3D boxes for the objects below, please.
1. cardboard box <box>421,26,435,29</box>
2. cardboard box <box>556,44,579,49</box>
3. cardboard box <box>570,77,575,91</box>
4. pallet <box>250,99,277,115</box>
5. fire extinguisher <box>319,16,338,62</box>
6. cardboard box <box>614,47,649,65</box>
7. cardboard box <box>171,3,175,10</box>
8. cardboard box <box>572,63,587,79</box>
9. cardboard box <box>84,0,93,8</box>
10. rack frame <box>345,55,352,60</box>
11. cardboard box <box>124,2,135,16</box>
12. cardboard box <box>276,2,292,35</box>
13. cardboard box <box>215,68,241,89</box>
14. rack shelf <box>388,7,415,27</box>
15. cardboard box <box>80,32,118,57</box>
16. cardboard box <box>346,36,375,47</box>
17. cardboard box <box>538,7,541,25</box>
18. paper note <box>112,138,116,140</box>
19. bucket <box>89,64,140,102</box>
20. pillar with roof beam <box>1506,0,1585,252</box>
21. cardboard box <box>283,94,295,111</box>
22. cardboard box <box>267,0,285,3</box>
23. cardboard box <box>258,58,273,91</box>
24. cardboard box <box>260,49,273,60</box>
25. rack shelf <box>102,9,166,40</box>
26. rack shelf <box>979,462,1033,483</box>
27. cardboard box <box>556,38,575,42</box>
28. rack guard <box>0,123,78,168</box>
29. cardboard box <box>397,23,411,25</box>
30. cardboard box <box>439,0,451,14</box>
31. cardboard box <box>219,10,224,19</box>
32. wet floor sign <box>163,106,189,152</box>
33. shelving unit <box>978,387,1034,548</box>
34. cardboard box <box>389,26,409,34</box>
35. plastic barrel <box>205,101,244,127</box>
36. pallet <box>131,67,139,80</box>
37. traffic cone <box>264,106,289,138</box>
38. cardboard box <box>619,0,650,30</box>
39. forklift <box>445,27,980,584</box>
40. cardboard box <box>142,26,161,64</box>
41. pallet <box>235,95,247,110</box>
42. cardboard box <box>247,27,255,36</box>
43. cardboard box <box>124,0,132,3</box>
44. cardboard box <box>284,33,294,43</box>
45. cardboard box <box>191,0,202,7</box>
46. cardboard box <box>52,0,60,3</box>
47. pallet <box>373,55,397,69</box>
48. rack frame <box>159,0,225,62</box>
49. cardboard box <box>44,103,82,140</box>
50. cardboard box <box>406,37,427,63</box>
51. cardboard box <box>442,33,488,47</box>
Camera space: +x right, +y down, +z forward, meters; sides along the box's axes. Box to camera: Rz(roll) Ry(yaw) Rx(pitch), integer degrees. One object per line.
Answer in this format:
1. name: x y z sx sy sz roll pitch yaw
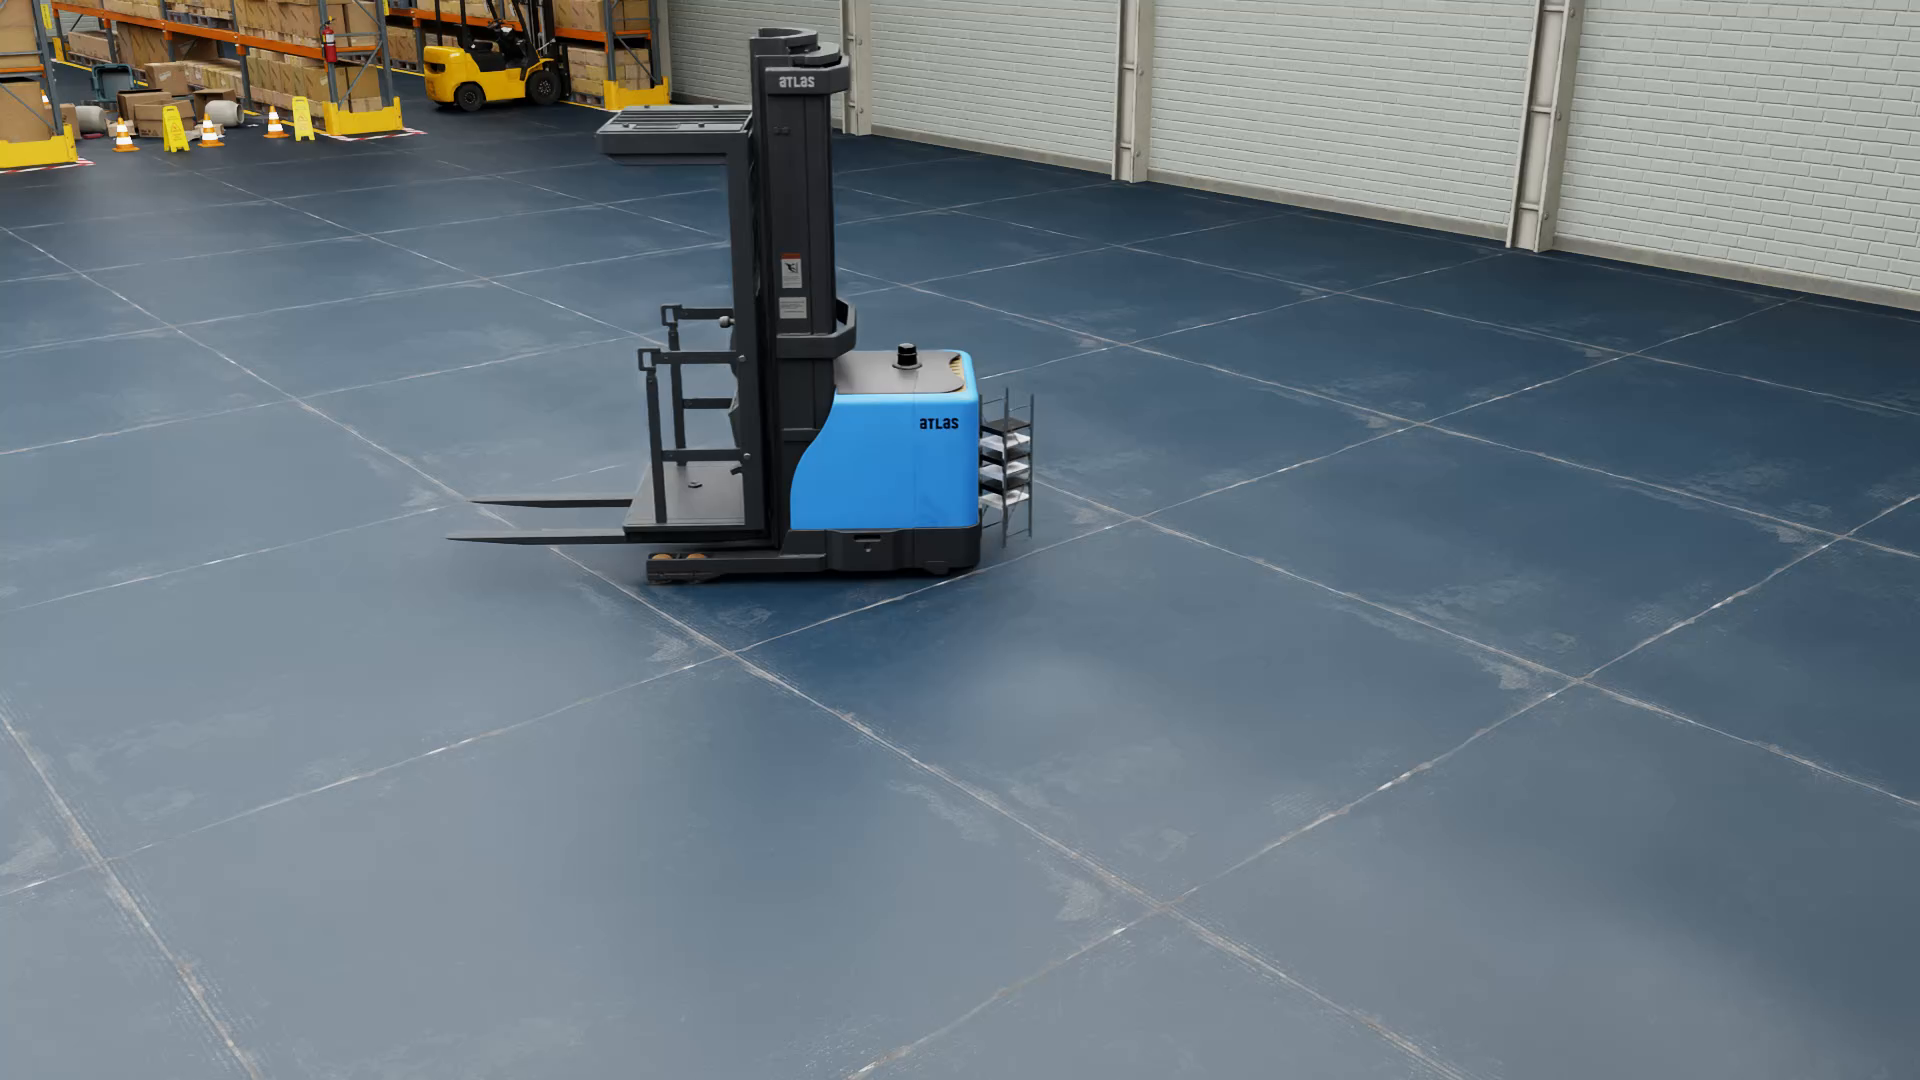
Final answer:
1. cardboard box: -11.482 -11.037 36.012 0.380 0.149 0.250 -17 27 -37
2. cardboard box: -7.316 -8.997 30.666 0.500 0.250 0.500 -18 28 -38
3. cardboard box: -6.962 -8.395 30.499 0.500 0.250 0.500 -17 27 -37
4. pallet: -11.683 -7.592 29.079 1.003 0.211 1.213 -17 27 -37
5. fire extinguisher: -9.812 -7.785 25.854 0.296 0.674 0.183 -17 27 -37
6. cardboard box: -5.950 -8.704 29.917 0.500 0.250 0.500 -18 28 -38
7. cardboard box: -14.688 -10.117 31.471 0.380 0.149 0.250 -19 29 -40
8. cardboard box: -6.653 -8.494 30.068 0.500 0.250 0.500 -18 28 -38
9. cardboard box: -18.207 -11.533 35.179 0.500 0.500 0.500 -18 28 -39
10. rack frame: -13.612 -12.461 37.685 1.000 3.000 0.127 -17 27 -37
11. cardboard box: -16.302 -10.595 33.128 0.500 0.250 0.500 -18 28 -38
12. cardboard box: -10.747 -8.510 27.055 0.500 0.500 0.500 -18 27 -38
13. cardboard box: -12.964 -8.382 30.298 0.950 0.372 0.625 -15 26 -34
14. rack shelf: -12.307 -11.573 36.405 1.077 0.370 4.000 -17 27 -37
15. cardboard box: -18.871 -10.976 36.832 0.875 0.438 0.875 -17 27 -36
16. cardboard box: -9.602 -7.989 26.612 0.380 0.149 0.250 -17 27 -37
17. cardboard box: -7.614 -9.833 30.838 0.500 0.500 0.500 -18 28 -38
18. paper note: -13.196 -6.259 25.949 0.032 0.001 0.123 -4 22 -10
19. bucket: -13.997 -7.556 27.567 0.726 0.611 0.620 -8 13 -19
20. pillar with roof beam: 2.937 -6.348 13.851 9.100 9.000 0.400 -17 27 -37
21. cardboard box: -10.947 -7.325 27.768 0.500 0.250 0.500 -19 28 -39
22. cardboard box: -10.772 -8.960 26.832 0.700 0.500 0.500 -18 28 -38
23. cardboard box: -11.609 -7.960 28.360 0.500 0.500 0.500 -16 27 -35
24. cardboard box: -11.595 -8.216 28.126 0.380 0.149 0.250 -16 27 -35
25. rack shelf: -16.065 -10.390 33.386 1.077 0.370 4.000 -17 27 -37
26. rack shelf: 0.271 -0.398 9.857 0.258 0.077 0.200 -19 28 -40
27. cardboard box: -7.580 -9.405 31.706 0.500 0.250 0.500 -18 28 -38
28. rack guard: -13.205 -5.586 23.560 1.175 0.500 0.348 -17 27 -37
29. cardboard box: -12.276 -11.414 36.974 0.380 0.149 0.250 -17 27 -37
30. cardboard box: -10.231 -10.824 33.712 0.500 0.250 0.500 -19 28 -39
31. cardboard box: -12.852 -9.300 29.383 0.380 0.149 0.250 -18 28 -39
32. wet floor sign: -11.702 -6.123 24.733 0.232 0.644 0.267 17 27 36
33. shelving unit: 0.271 -0.429 9.844 0.258 0.900 0.210 -19 28 -40
34. cardboard box: -12.157 -11.069 36.094 0.380 0.149 0.250 -18 28 -38
35. plastic barrel: -12.032 -6.973 27.207 0.512 0.421 0.421 0 21 -1
36. pallet: -16.809 -9.784 34.675 1.003 0.211 1.213 -17 27 -37
37. traffic cone: -10.795 -6.593 26.183 0.336 0.463 0.334 -17 27 -37
38. cardboard box: -5.892 -9.395 29.720 0.500 0.500 0.500 -16 27 -36
39. forklift: -1.416 -1.313 9.318 3.031 2.935 1.130 -1 21 -2
40. cardboard box: -15.726 -9.837 33.324 0.875 0.875 0.875 -17 27 -37
41. pallet: -12.657 -7.984 30.079 1.003 0.211 1.213 -17 27 -37
42. cardboard box: -11.981 -8.730 28.504 0.380 0.149 0.250 -16 27 -36
43. cardboard box: -16.294 -10.830 33.041 0.500 0.250 0.500 -18 28 -39
44. cardboard box: -10.831 -8.235 27.240 0.380 0.149 0.250 -18 28 -38
45. cardboard box: -13.623 -9.947 30.145 0.500 0.500 0.500 -19 28 -39
46. cardboard box: -19.885 -12.229 36.956 0.500 0.500 0.500 -18 27 -38
47. pallet: -12.252 -10.609 36.782 1.003 0.211 1.213 -17 27 -37
48. rack frame: -14.759 -10.173 31.844 1.000 3.000 0.127 -17 27 -37
49. cardboard box: -14.041 -6.514 25.926 0.500 0.500 0.500 -12 25 -28
50. cardboard box: -11.440 -10.453 35.410 0.500 0.500 0.500 -16 27 -36
51. cardboard box: -10.172 -10.091 34.315 0.875 0.625 0.625 -16 27 -36
